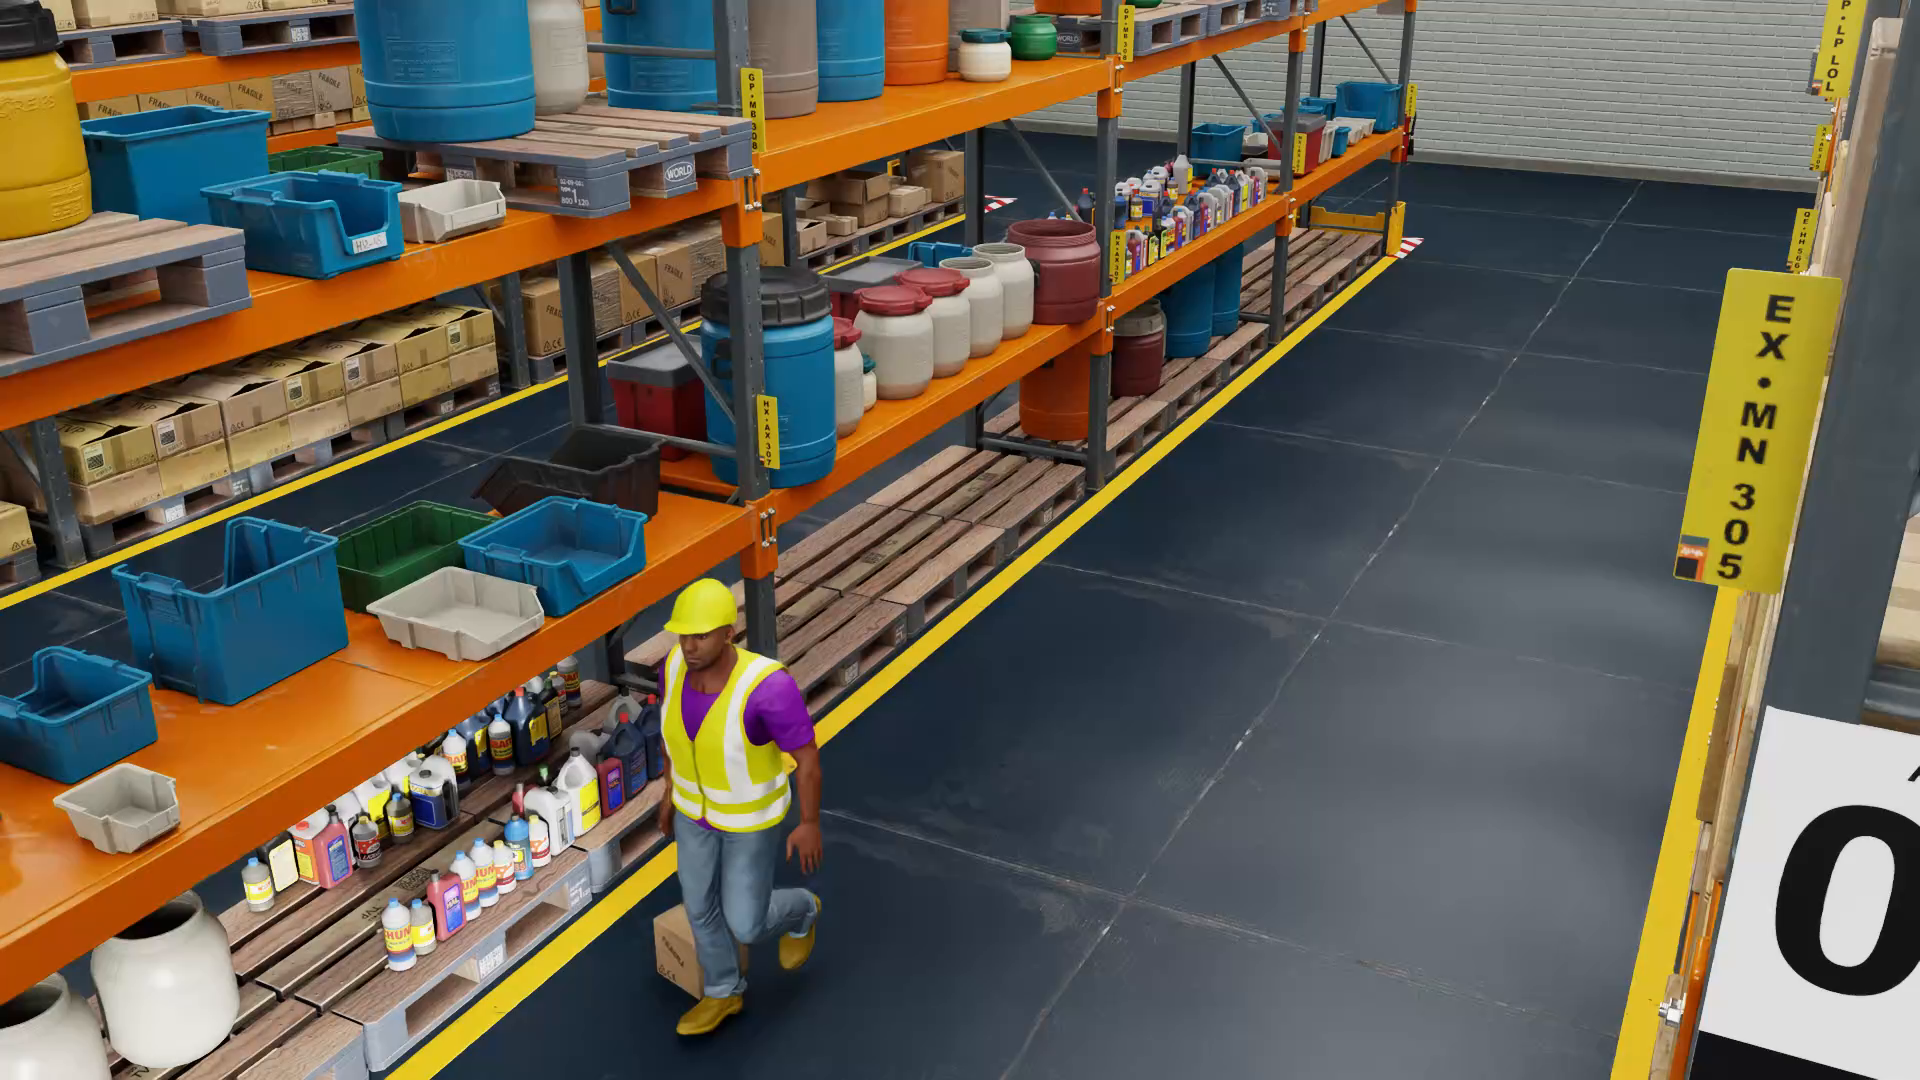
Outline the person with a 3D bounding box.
[{"bbox_3d":[-0.735,0.915,5.817,0.673,1.757,0.644,12,25,26],"label":"person"}]
